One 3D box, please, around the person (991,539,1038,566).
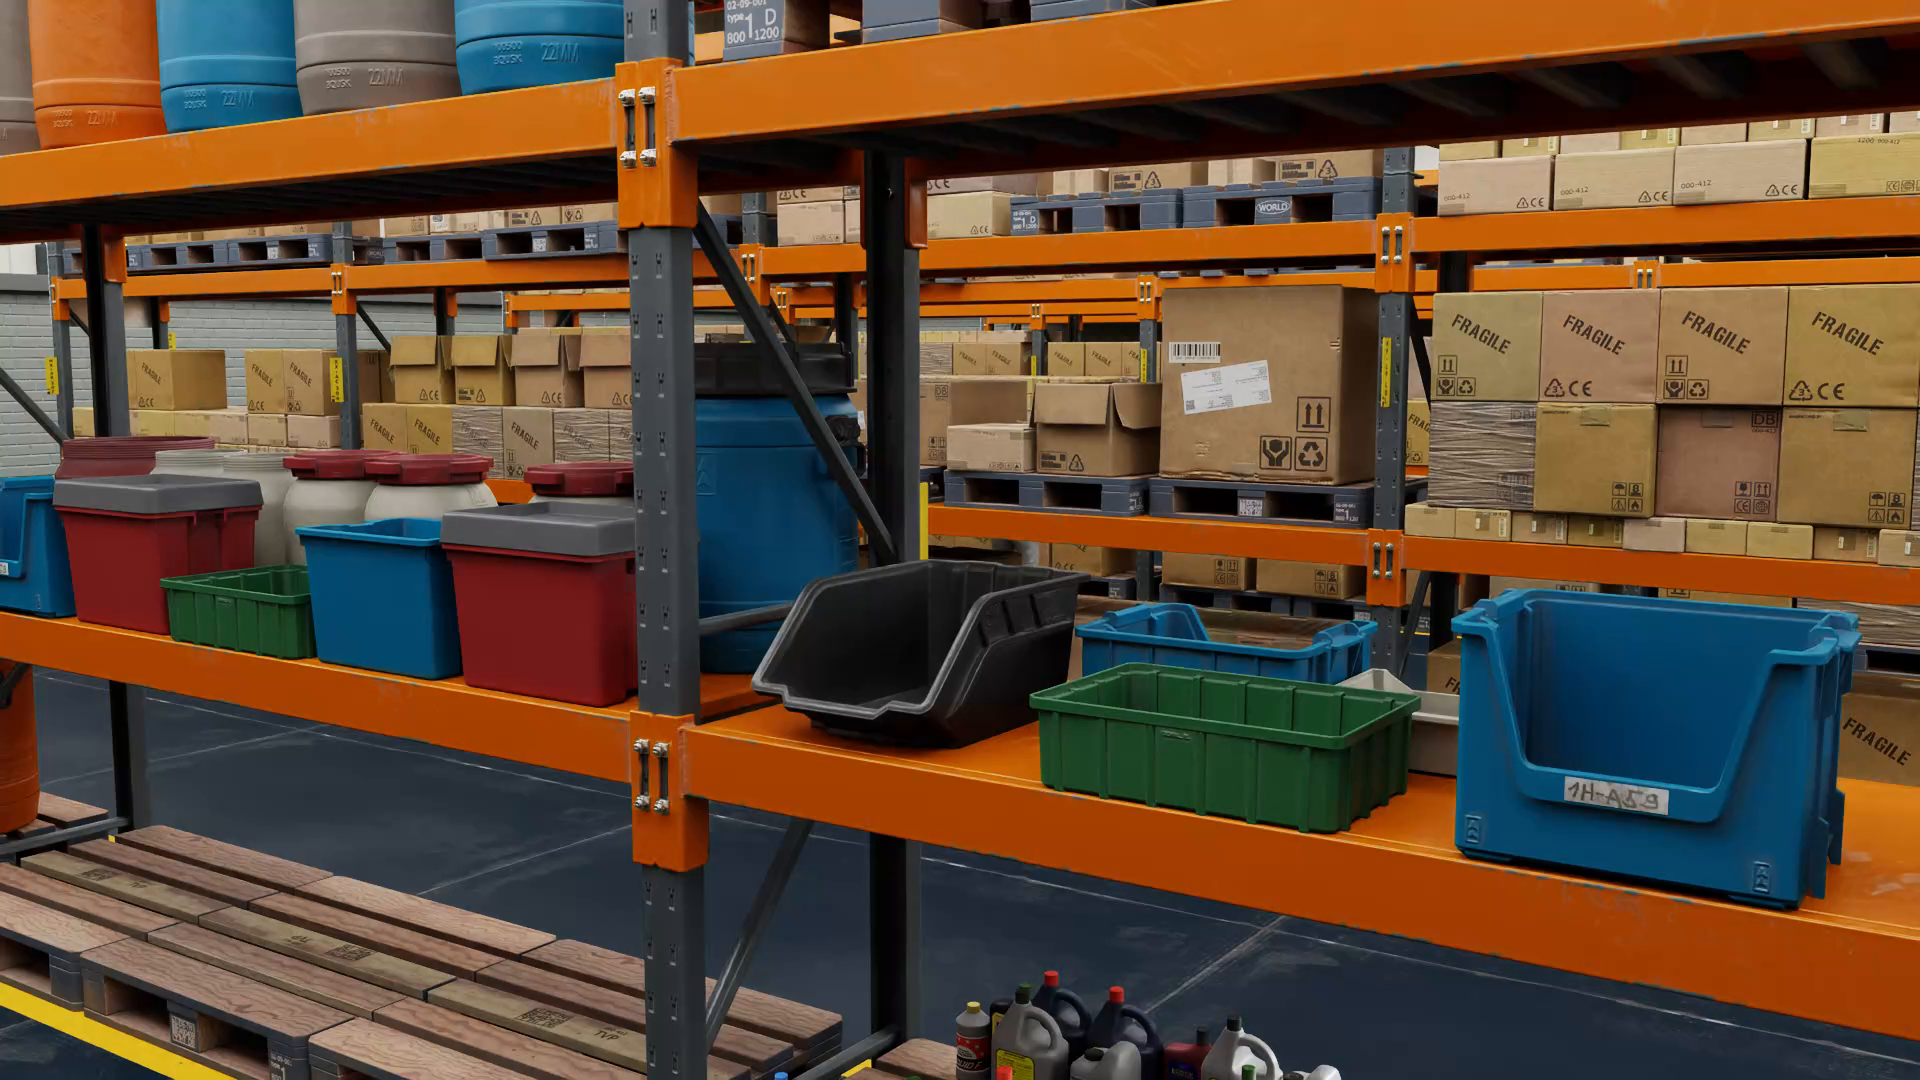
[{"bbox_3d":[0.430,-0.145,13.312,0.467,1.664,0.390,4,8,35],"label":"person"}]
